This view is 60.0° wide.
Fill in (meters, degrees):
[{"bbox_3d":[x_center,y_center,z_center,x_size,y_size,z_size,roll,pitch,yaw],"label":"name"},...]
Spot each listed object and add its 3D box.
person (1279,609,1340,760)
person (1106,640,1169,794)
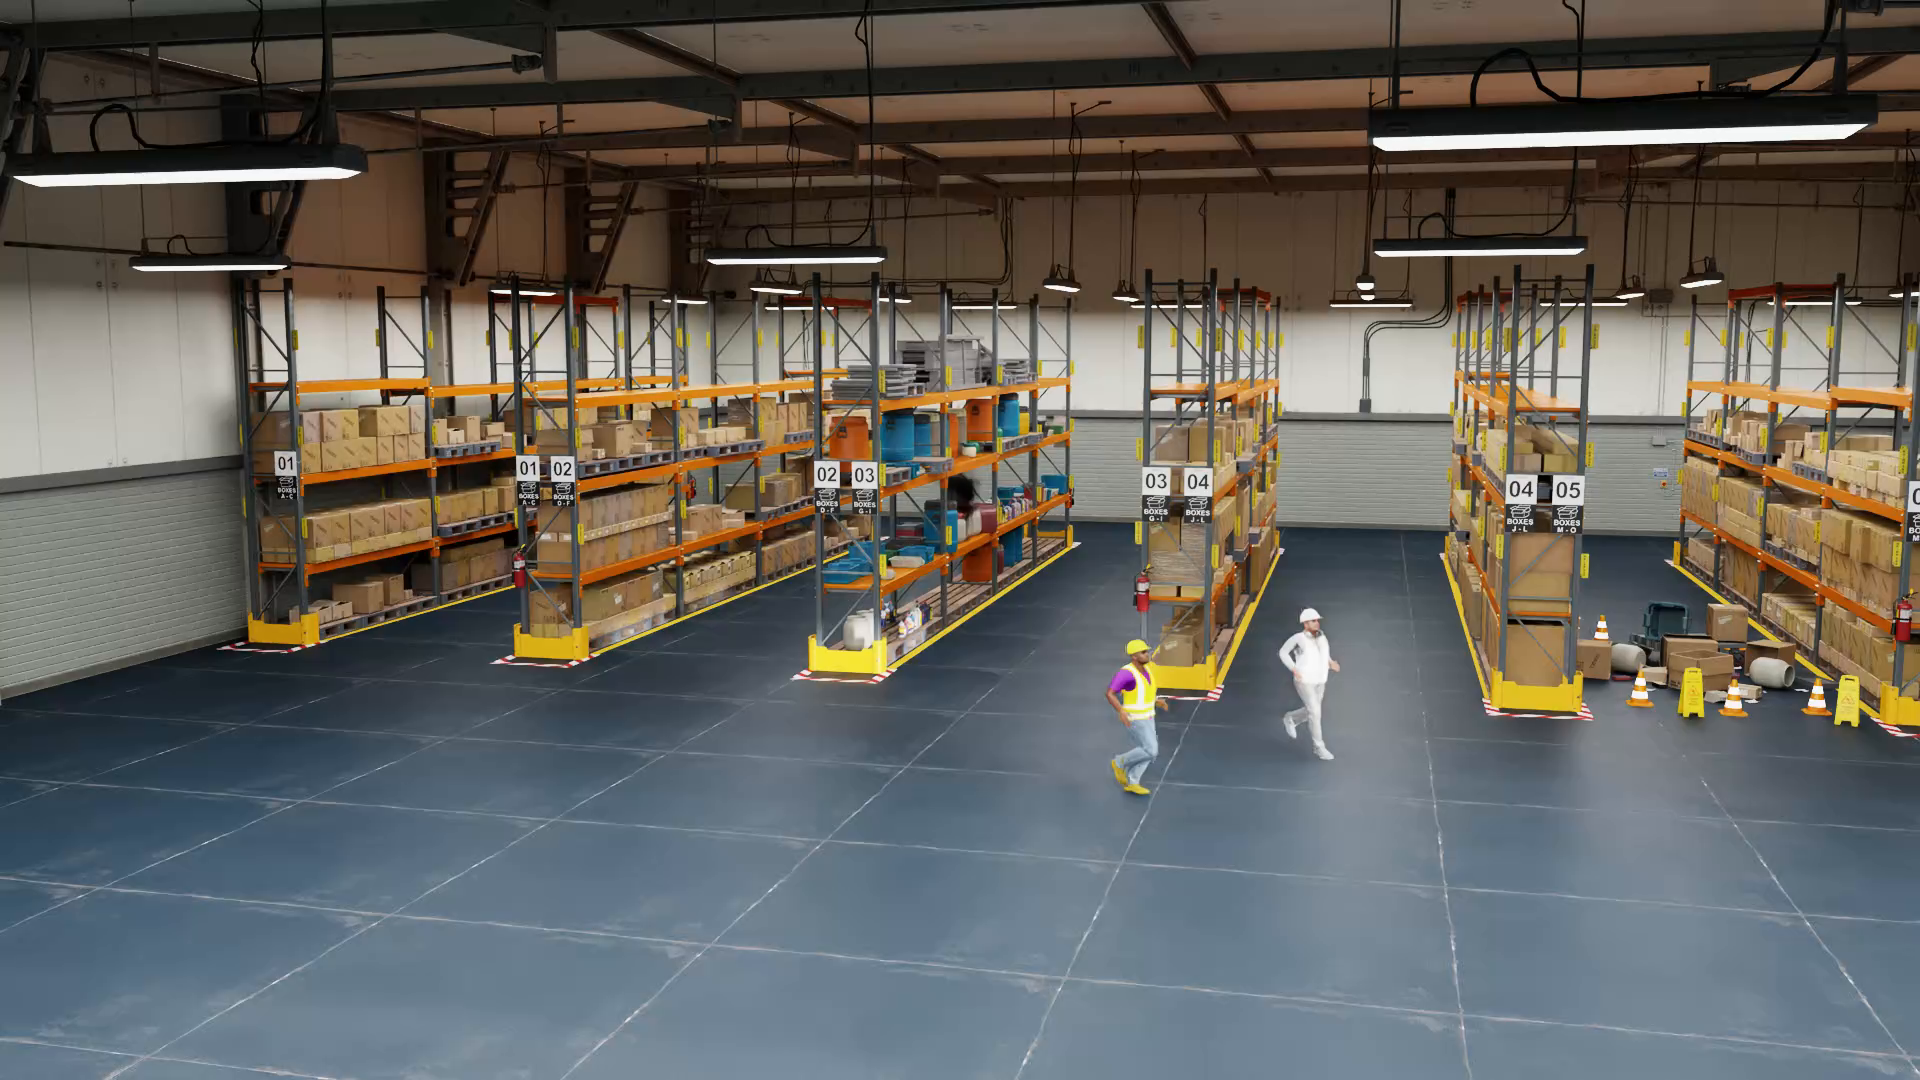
[{"bbox_3d":[4.235,1.714,20.219,0.663,1.778,0.925,-4,8,-33],"label":"person"},{"bbox_3d":[1.987,1.956,18.362,0.580,1.722,0.699,5,8,35],"label":"person"}]
